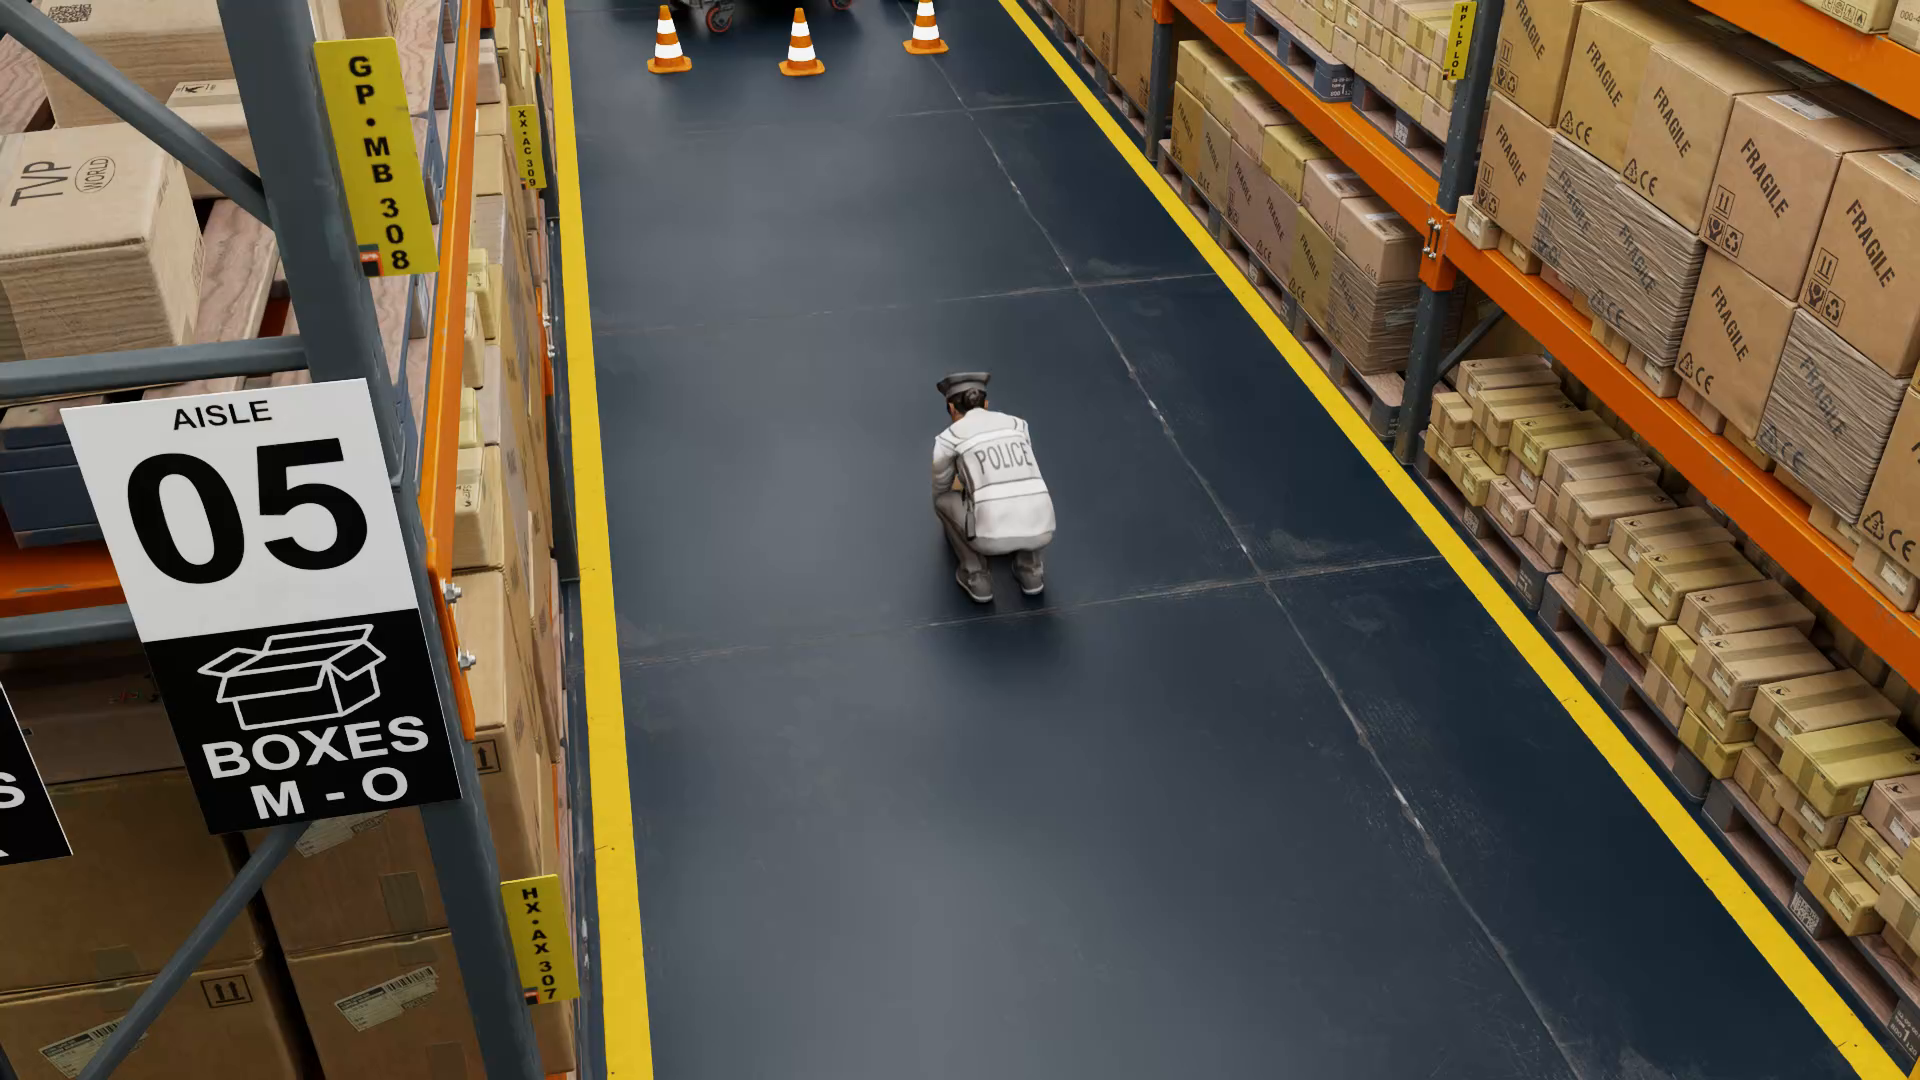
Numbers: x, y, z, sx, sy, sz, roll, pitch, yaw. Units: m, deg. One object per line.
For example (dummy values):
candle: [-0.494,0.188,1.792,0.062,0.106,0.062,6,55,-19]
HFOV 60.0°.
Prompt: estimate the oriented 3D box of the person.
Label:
person: [0.137,-0.236,7.219,0.481,0.853,0.858,-7,35,-10]
